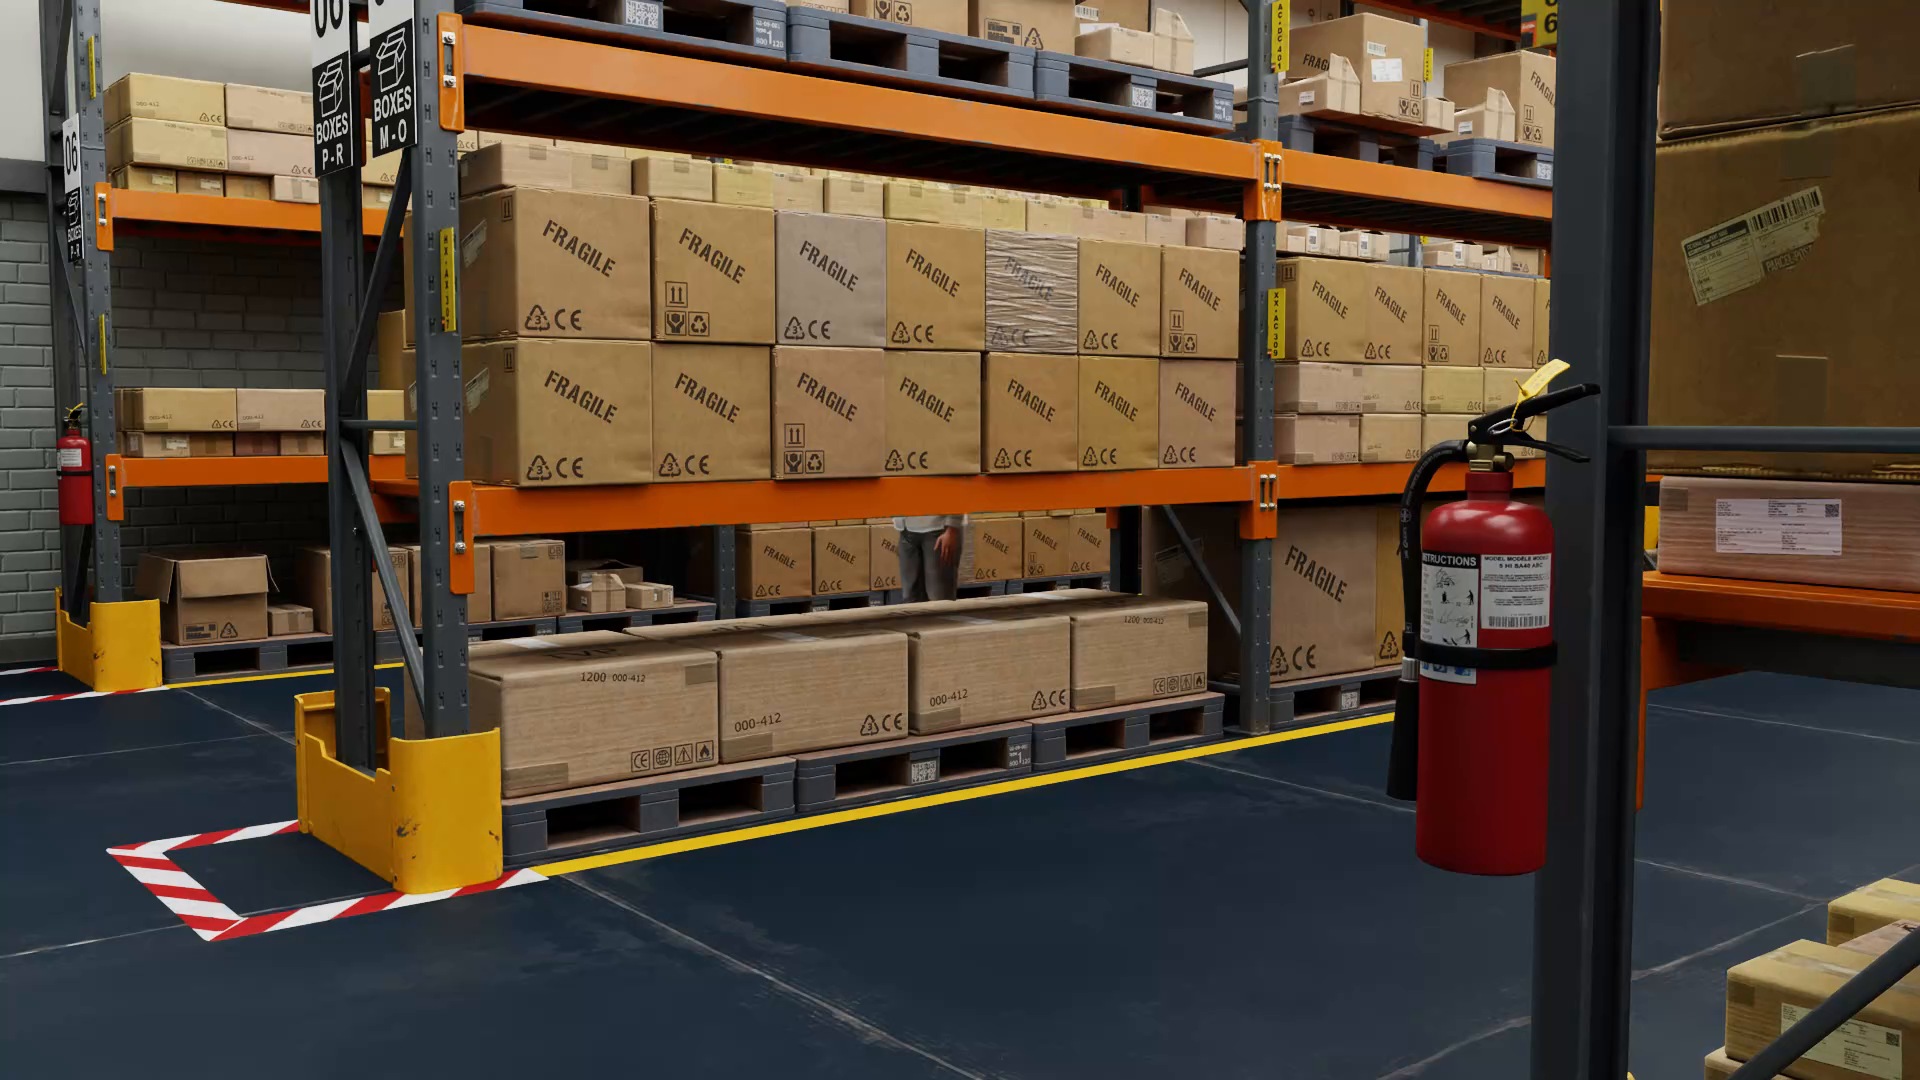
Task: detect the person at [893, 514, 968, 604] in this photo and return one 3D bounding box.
[{"bbox_3d":[-0.169,-0.035,9.232,0.393,1.782,0.592,-3,5,-38],"label":"person"}]
